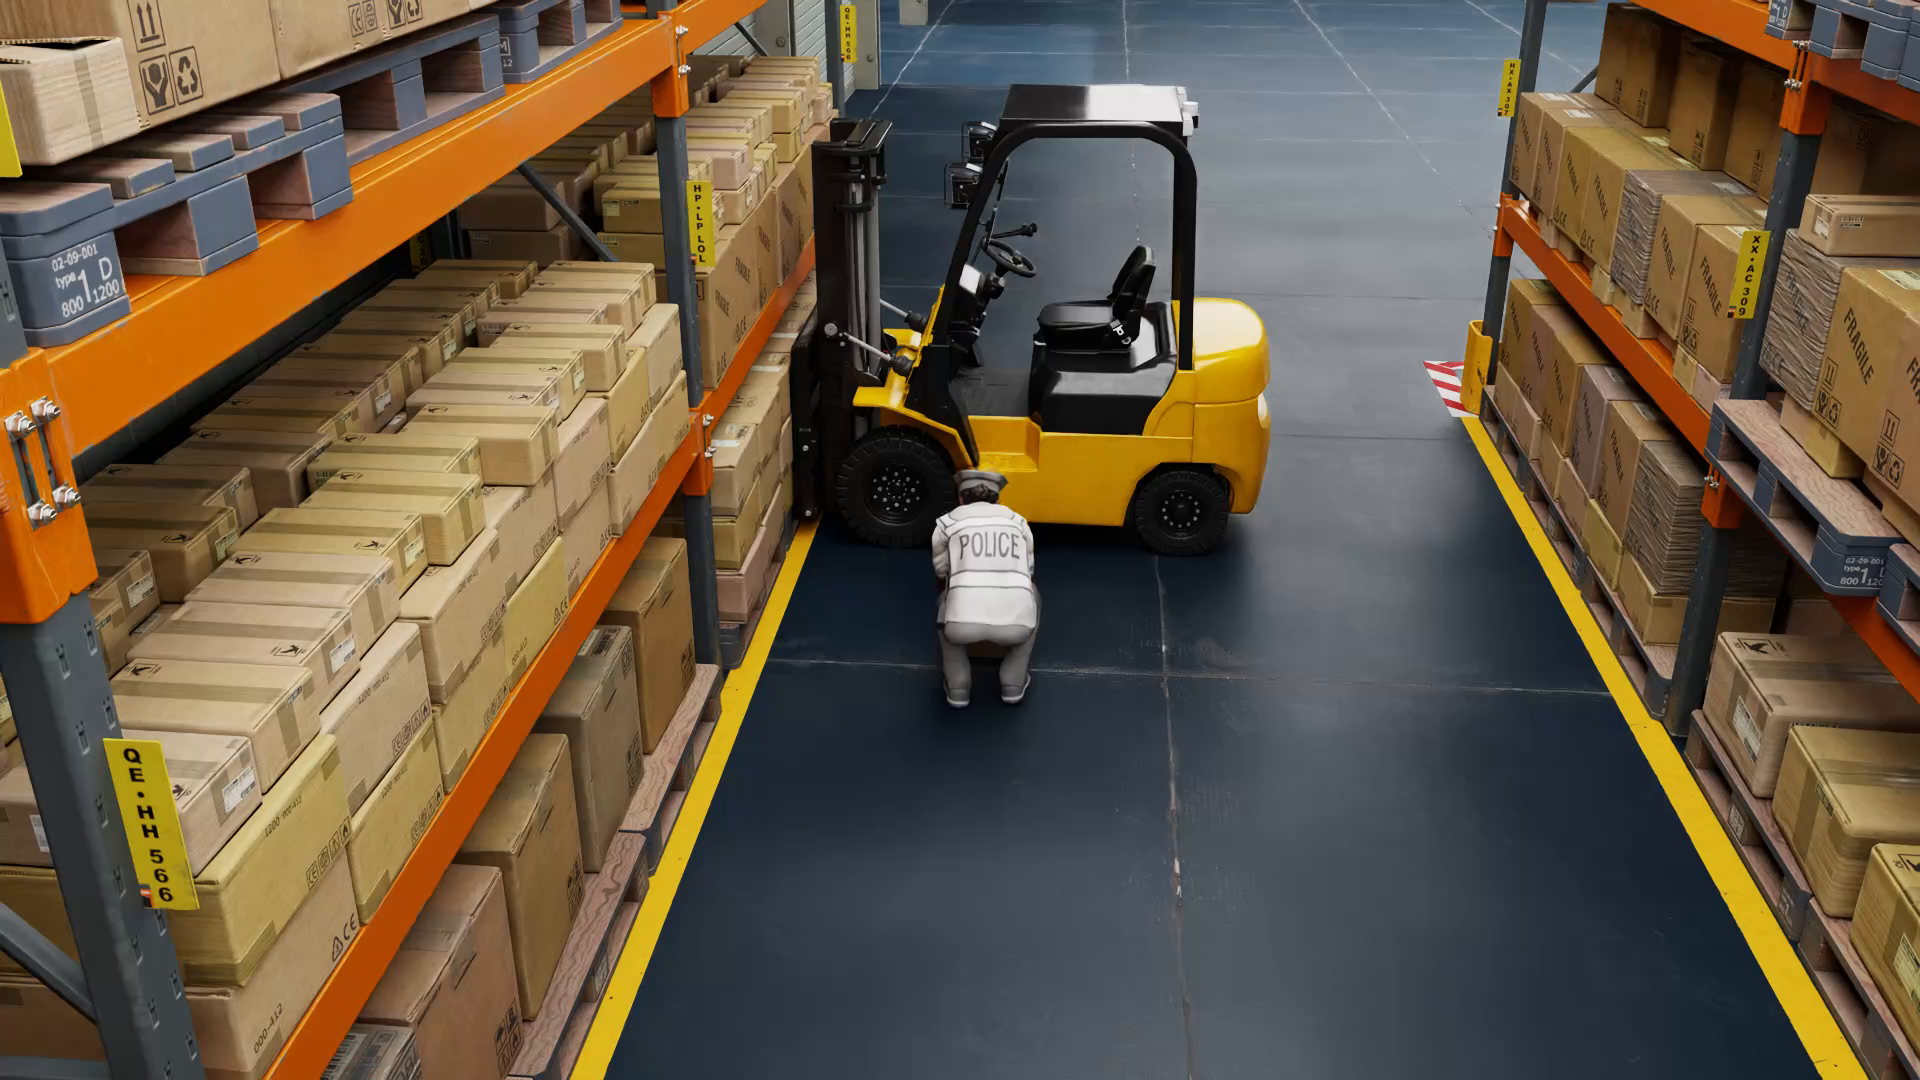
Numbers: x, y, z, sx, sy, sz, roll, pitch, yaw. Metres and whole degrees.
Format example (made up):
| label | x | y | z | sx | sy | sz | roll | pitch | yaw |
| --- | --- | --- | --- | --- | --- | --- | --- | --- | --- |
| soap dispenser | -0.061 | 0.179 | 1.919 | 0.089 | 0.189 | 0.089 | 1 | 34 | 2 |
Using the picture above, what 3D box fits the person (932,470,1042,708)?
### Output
| label | x | y | z | sx | sy | sz | roll | pitch | yaw |
| --- | --- | --- | --- | --- | --- | --- | --- | --- | --- |
| person | 0.110 | 0.208 | 7.092 | 0.475 | 0.888 | 0.865 | 2 | 25 | 4 |
